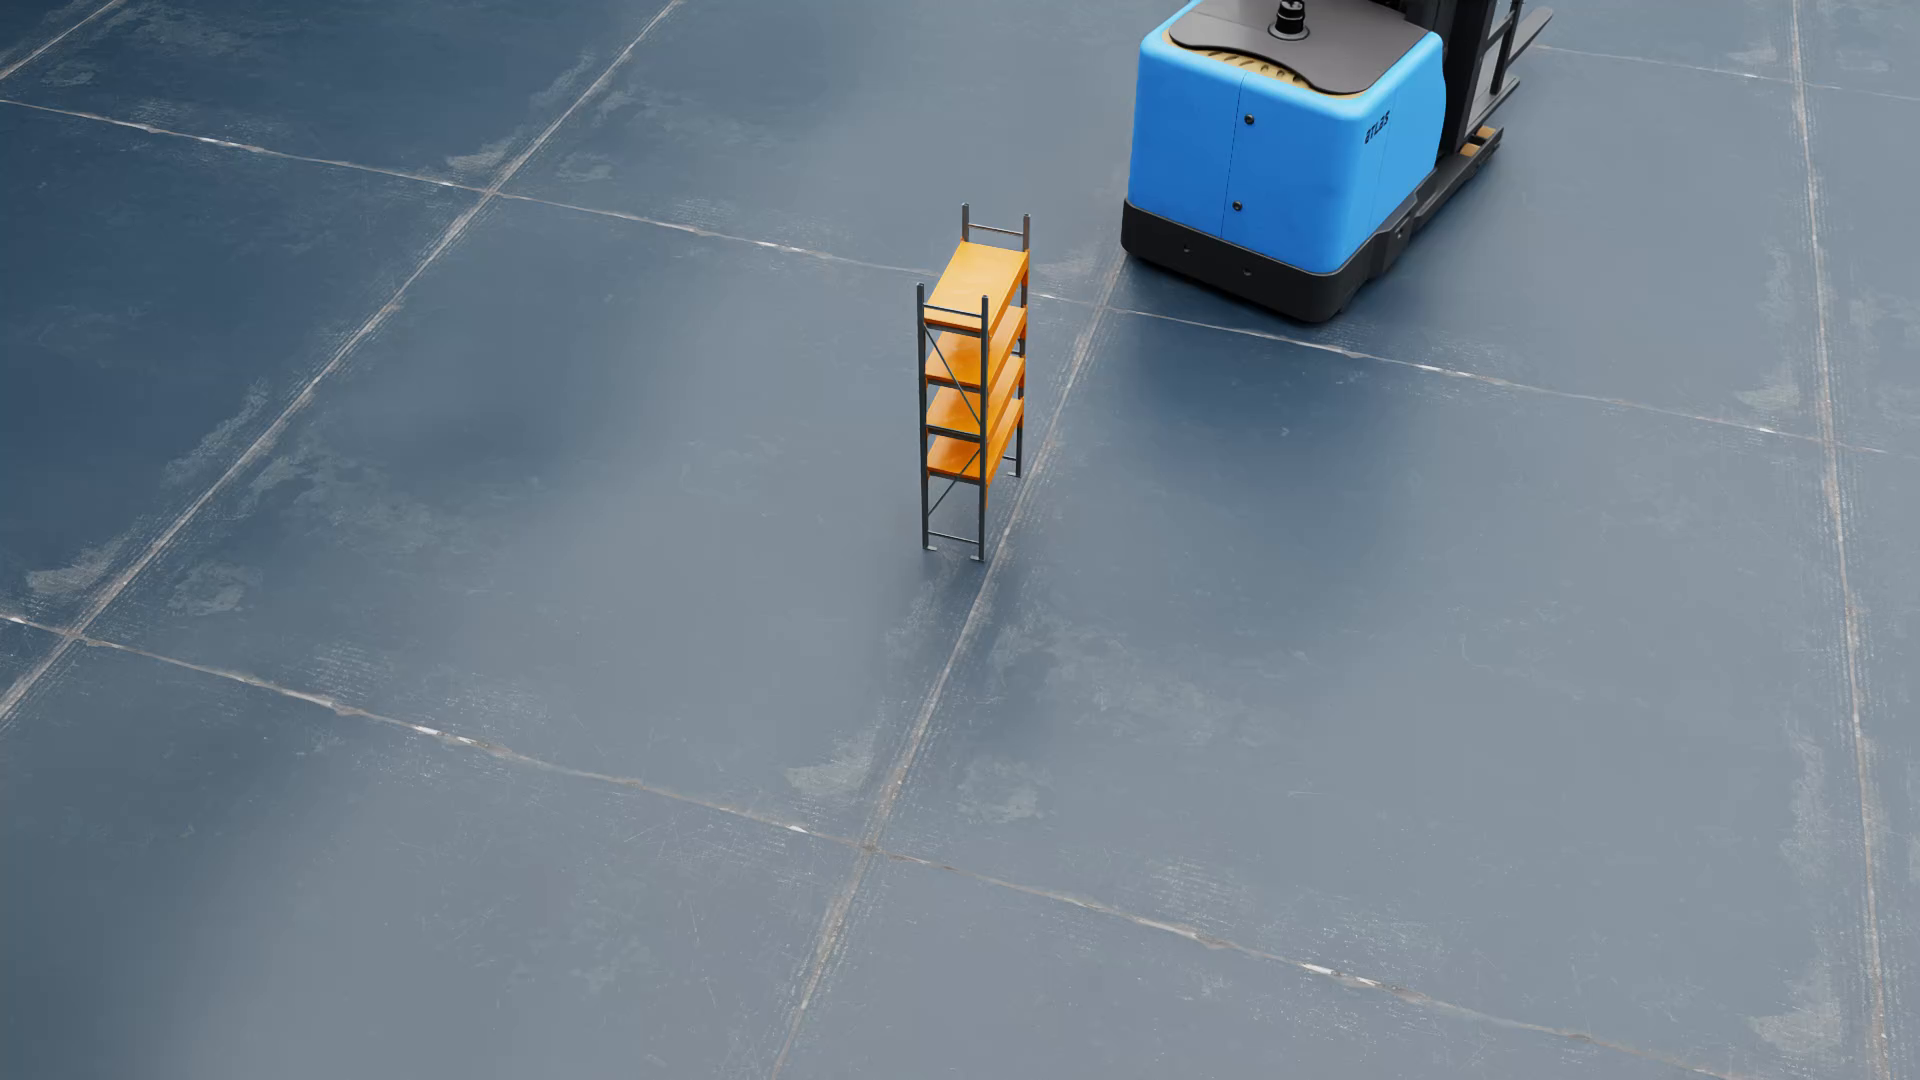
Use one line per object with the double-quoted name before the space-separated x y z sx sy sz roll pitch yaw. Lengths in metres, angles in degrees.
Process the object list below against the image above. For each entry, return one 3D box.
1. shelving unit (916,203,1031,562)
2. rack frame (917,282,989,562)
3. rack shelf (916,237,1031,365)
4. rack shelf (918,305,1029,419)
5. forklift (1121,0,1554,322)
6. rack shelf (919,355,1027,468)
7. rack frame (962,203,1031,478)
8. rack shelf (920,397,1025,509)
"shelving unit" 0.050 -0.539 5.943 0.258 1.200 0.503 13 46 13
"rack frame" -0.024 -0.377 5.777 0.240 1.200 0.015 13 46 13
"rack shelf" 0.050 -0.820 5.668 0.258 0.148 0.480 13 46 13
"rack shelf" 0.050 -0.651 5.834 0.258 0.148 0.480 13 46 13
"forklift" 1.992 -2.972 7.192 1.130 2.935 3.031 27 50 25
"rack shelf" 0.050 -0.491 5.990 0.258 0.148 0.480 13 46 13
"rack frame" 0.124 -0.702 6.109 0.240 1.200 0.015 13 46 13
"rack shelf" 0.050 -0.349 6.129 0.258 0.148 0.480 13 46 13
